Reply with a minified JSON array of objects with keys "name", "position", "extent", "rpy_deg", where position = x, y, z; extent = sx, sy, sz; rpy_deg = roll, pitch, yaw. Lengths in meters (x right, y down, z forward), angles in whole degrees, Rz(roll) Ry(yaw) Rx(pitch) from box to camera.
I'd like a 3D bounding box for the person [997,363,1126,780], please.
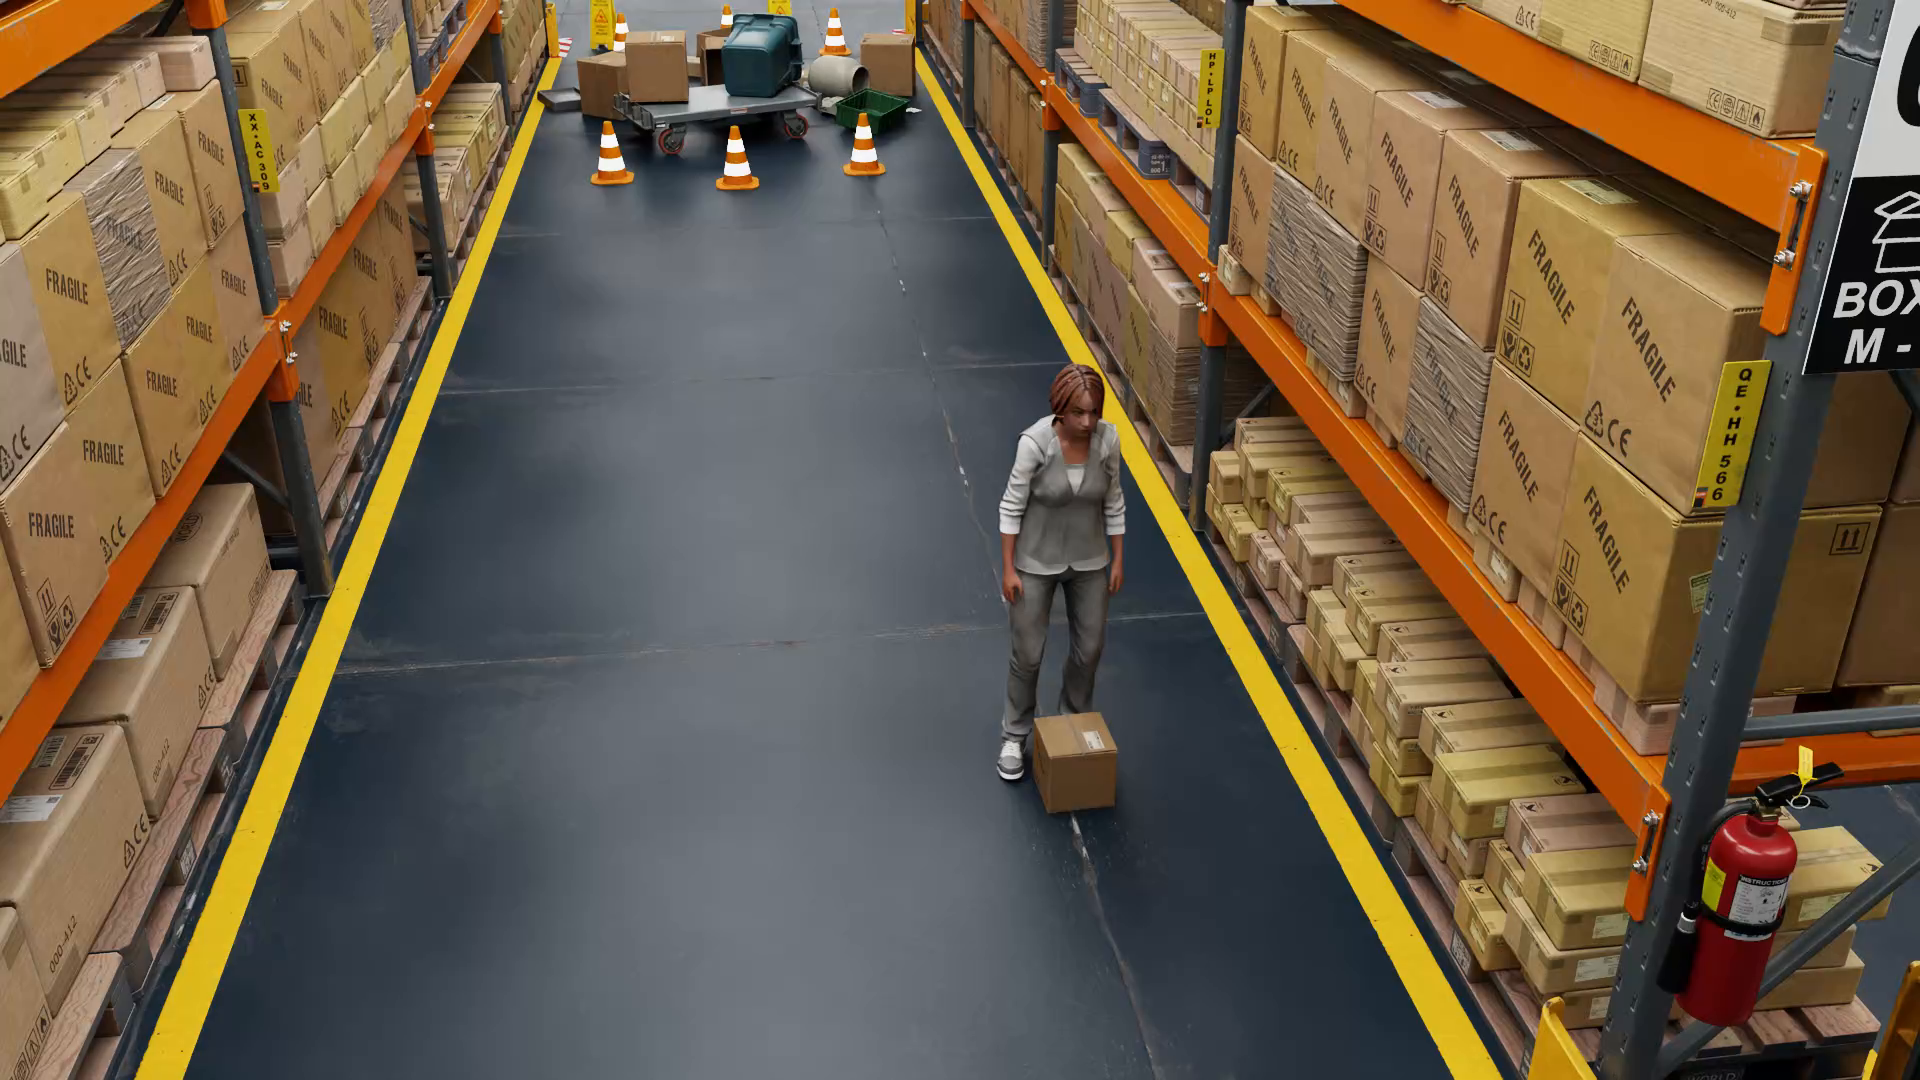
[{"name":"person","position":[0.359,0.109,5.936],"extent":[0.481,1.580,0.346],"rpy_deg":[-6,28,-11]}]
